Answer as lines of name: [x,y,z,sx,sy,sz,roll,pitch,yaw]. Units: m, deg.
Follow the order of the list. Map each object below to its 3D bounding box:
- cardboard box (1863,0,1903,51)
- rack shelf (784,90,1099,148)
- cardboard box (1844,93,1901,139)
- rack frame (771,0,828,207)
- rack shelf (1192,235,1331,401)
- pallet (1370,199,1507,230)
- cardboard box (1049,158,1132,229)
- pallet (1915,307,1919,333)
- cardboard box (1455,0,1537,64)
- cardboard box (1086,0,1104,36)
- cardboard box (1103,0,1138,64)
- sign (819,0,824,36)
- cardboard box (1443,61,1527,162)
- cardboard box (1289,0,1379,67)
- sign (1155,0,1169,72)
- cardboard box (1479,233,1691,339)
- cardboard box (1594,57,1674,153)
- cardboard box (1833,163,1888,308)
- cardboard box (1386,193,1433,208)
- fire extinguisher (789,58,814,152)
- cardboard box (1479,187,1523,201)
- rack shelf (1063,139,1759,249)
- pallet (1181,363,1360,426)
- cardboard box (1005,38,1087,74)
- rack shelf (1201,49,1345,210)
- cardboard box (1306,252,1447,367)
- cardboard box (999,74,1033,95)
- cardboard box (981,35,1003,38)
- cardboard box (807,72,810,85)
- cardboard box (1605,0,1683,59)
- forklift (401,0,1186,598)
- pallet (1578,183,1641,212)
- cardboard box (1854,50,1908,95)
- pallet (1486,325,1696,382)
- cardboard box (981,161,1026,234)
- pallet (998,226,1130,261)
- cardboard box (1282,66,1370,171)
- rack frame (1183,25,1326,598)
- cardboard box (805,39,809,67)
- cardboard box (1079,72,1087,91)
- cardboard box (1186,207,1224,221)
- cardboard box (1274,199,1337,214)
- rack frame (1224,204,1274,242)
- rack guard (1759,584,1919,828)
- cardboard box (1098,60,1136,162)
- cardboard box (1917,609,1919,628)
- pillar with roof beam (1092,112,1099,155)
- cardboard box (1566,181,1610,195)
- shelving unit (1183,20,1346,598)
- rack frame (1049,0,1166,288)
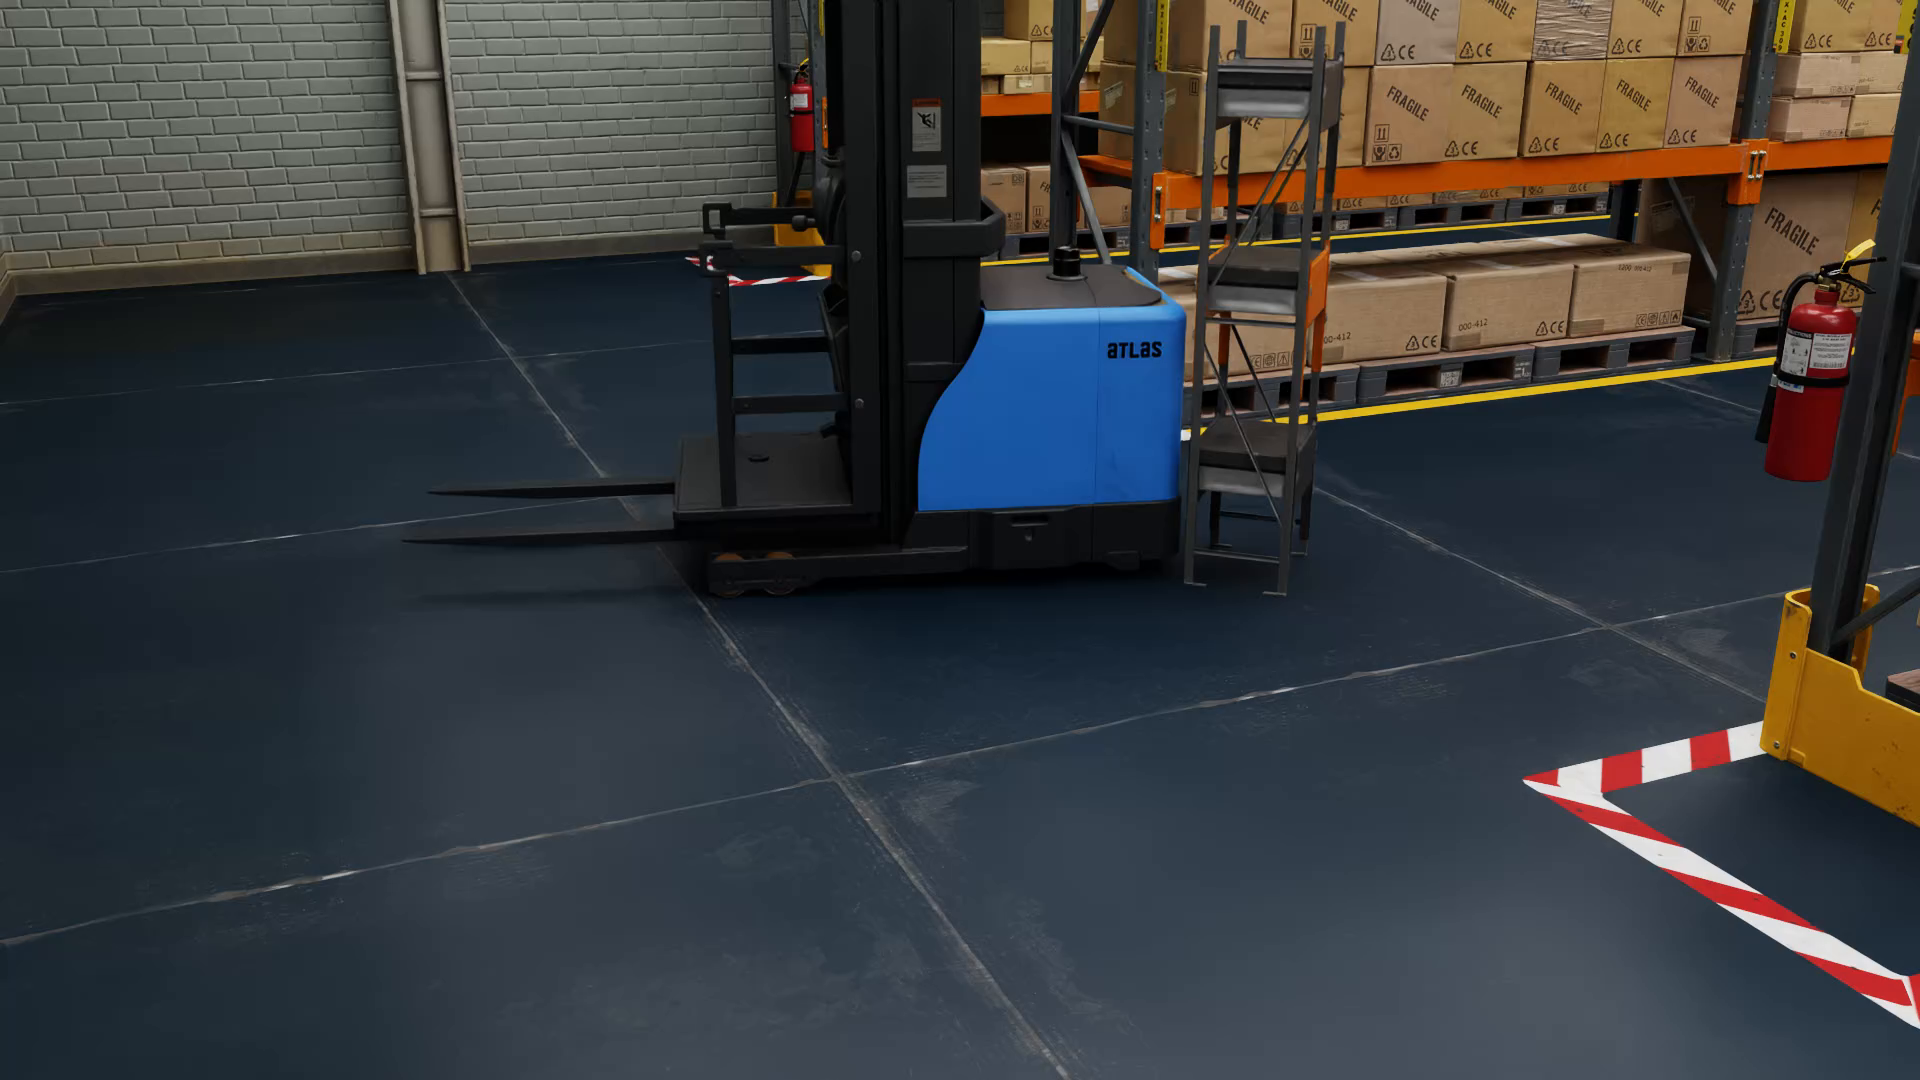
cardboard box: [5.386,-3.197,9.930,0.500,0.500,0.500,-8,21,-22]
rack shelf: [0.606,-3.544,13.653,4.000,0.370,1.077,-8,21,-22]
cardboard box: [5.395,-2.608,10.138,0.500,0.250,0.500,-9,21,-23]
rack frame: [-1.230,-3.620,12.786,0.127,3.000,1.000,-8,21,-22]
rack shelf: [1.151,-0.856,6.333,0.431,0.518,0.480,7,21,19]
pallet: [4.296,-3.111,15.540,1.213,0.211,1.003,-8,21,-22]
cardboard box: [1.122,-2.928,13.952,0.500,0.500,0.700,-9,21,-24]
pallet: [6.213,-1.604,11.259,1.213,0.211,1.003,-8,21,-22]
cardboard box: [2.692,-2.808,8.824,0.500,0.500,0.500,-8,21,-22]
cardboard box: [0.970,-4.455,13.806,0.500,0.500,0.500,-9,21,-23]
cardboard box: [1.088,-2.761,8.692,0.500,0.500,0.500,-7,21,-20]
sign: [-1.015,-3.863,12.173,0.005,0.325,0.100,-8,21,-22]
cardboard box: [2.675,-2.337,8.992,0.500,0.500,0.500,-7,21,-20]
cardboard box: [1.764,-2.672,8.438,0.500,0.500,0.500,-9,21,-23]
sign: [0.953,-2.382,7.849,0.005,0.325,0.100,-8,21,-22]
cardboard box: [3.793,-1.573,10.197,0.875,0.438,0.875,-8,21,-23]
cardboard box: [3.617,-2.472,9.375,0.500,0.500,0.500,-9,21,-23]
cardboard box: [5.776,-2.056,10.911,0.875,0.875,0.875,-8,21,-20]
cardboard box: [3.921,-3.297,15.002,0.500,0.500,0.500,-9,21,-24]
fire extinguisher: [-1.182,-3.247,12.406,0.183,0.674,0.296,-8,21,-22]
cardboard box: [4.869,-3.438,15.401,0.500,0.500,0.500,-7,21,-20]
rack shelf: [2.576,-2.030,9.355,4.000,0.370,1.077,-8,21,-22]
pallet: [1.442,-0.920,9.318,1.213,0.211,1.003,-8,21,-22]
cardboard box: [0.681,-3.875,13.288,0.500,0.250,0.500,-9,21,-23]
rack shelf: [1.151,-1.516,6.100,0.431,0.518,0.480,7,21,19]
cardboard box: [2.143,-1.336,9.527,0.875,0.438,0.875,-8,21,-20]
cardboard box: [0.383,-3.615,13.151,0.250,0.149,0.380,-9,21,-23]
cardboard box: [0.498,-4.031,13.731,0.500,0.250,0.500,-8,21,-22]
cardboard box: [-1.032,-3.627,13.184,0.250,0.149,0.380,-8,21,-23]
cardboard box: [3.619,-2.941,9.202,0.500,0.500,0.500,-8,21,-23]
forklift: [-0.678,-1.347,6.435,3.031,2.935,1.130,-3,20,-7]
pallet: [6.887,-3.453,16.512,1.213,0.211,1.003,-8,21,-22]
cardboard box: [5.395,-2.847,10.064,0.500,0.250,0.500,-8,21,-21]
pallet: [3.683,-1.241,10.230,1.213,0.211,1.003,-8,21,-22]
cardboard box: [0.169,-2.791,13.564,0.500,0.500,0.700,-7,21,-20]
pallet: [0.690,-2.579,14.029,1.213,0.211,1.003,-8,21,-22]
cardboard box: [1.747,-2.204,8.616,0.500,0.500,0.500,-8,21,-23]
rack frame: [1.067,-0.793,6.112,0.400,2.100,0.015,7,21,19]
cardboard box: [-0.913,-3.831,13.163,0.500,0.250,0.500,-8,21,-20]
cardboard box: [0.826,-3.711,13.423,0.250,0.149,0.380,-8,21,-22]
cardboard box: [2.047,-2.837,14.222,0.250,0.149,0.380,-9,21,-24]
cardboard box: [2.976,-3.160,14.612,0.500,0.500,0.500,-7,21,-20]
rack frame: [2.442,-4.146,14.281,0.127,3.000,1.000,-8,21,-22]
rack guard: [2.862,0.559,4.683,0.348,0.500,1.175,-8,21,-22]
cardboard box: [1.077,-2.298,8.881,0.500,0.500,0.500,-8,21,-22]
cardboard box: [3.164,0.239,5.038,0.250,0.149,0.380,-9,21,-23]
pillar with roof beam: [3.151,-5.846,10.076,0.400,9.000,9.100,-8,21,-22]
cardboard box: [5.812,-3.570,15.776,0.500,0.500,0.500,-8,21,-20]
shelving unit: [1.151,-0.869,6.328,0.431,2.100,0.503,7,21,19]
rack frame: [0.739,-2.107,8.489,0.127,3.000,1.000,-8,21,-22]
